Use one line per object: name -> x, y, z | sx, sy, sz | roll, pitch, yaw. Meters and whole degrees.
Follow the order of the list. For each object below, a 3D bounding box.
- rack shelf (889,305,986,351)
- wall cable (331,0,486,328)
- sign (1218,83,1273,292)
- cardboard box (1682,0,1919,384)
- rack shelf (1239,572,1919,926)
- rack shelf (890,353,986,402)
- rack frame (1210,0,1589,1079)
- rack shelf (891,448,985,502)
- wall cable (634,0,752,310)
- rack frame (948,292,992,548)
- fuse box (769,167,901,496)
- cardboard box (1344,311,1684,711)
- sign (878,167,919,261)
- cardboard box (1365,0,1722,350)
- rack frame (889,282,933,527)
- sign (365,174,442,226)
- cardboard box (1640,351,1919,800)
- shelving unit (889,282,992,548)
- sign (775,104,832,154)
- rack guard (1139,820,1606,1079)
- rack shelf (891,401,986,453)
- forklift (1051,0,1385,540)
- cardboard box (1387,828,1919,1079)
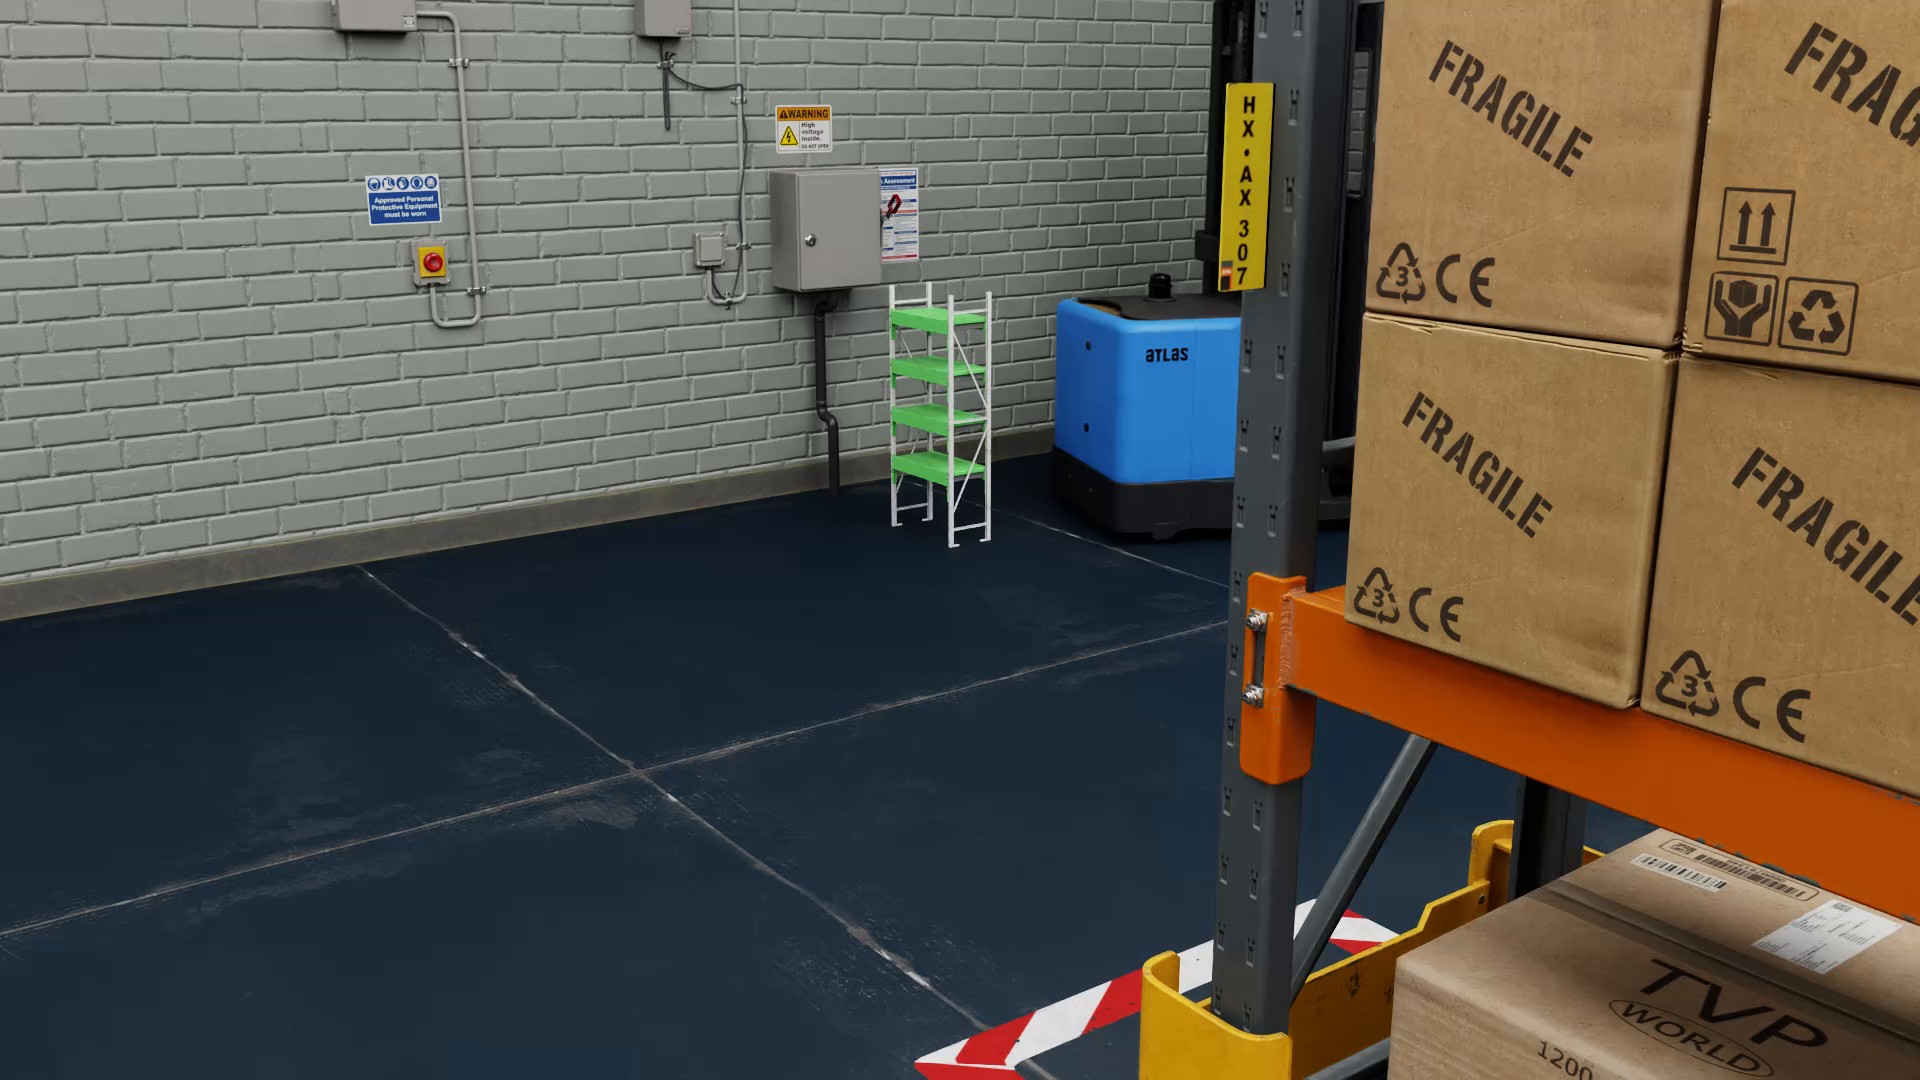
rack shelf -> -0.097, -1.015, 7.937 | 0.258, 0.148, 0.480 | -11, 19, -35
wall cable -> -2.424, -1.900, 7.351 | 0.585, 1.953, 0.123 | -11, 19, -35
sign -> 0.458, -0.565, 2.669 | 0.100, 0.325, 0.005 | -11, 19, -35
cardboard box -> 1.272, -0.469, 2.023 | 0.500, 0.500, 0.500 | -11, 19, -36
rack shelf -> 2.087, 0.580, 1.638 | 1.077, 0.370, 4.000 | -11, 19, -35
rack shelf -> -0.097, -0.784, 8.000 | 0.258, 0.148, 0.480 | -11, 19, -35
rack frame -> 0.911, -0.194, 3.103 | 1.000, 3.000, 0.127 | -11, 19, -35
rack shelf -> -0.097, -0.321, 8.127 | 0.258, 0.148, 0.480 | -11, 19, -35
wall cable -> -1.283, -2.107, 8.169 | 0.588, 1.984, 0.122 | -11, 19, -35
rack frame -> 0.046, -0.562, 7.856 | 0.240, 1.200, 0.015 | -11, 19, -35
fuse box -> -0.639, -1.068, 8.737 | 0.539, 1.711, 0.414 | -11, 19, -35
cardboard box -> 0.961, -0.095, 2.553 | 0.500, 0.500, 0.500 | -11, 19, -35
sign -> -0.361, -1.765, 9.021 | 0.329, 0.494, 0.001 | -11, 19, -35
cardboard box -> 0.963, -0.578, 2.422 | 0.500, 0.500, 0.500 | -11, 19, -36
rack frame -> -0.241, -0.666, 8.237 | 0.240, 1.200, 0.015 | -11, 19, -35
sign -> -2.499, -1.531, 7.474 | 0.327, 0.218, 0.001 | -11, 19, -35
cardboard box -> 1.281, 0.008, 2.174 | 0.500, 0.500, 0.500 | -11, 19, -35
shelving unit -> -0.097, -0.614, 8.047 | 0.258, 1.200, 0.503 | -11, 19, -35
sign -> -0.805, -2.123, 8.588 | 0.339, 0.242, 0.001 | -11, 19, -35
rack guard -> 0.897, 1.006, 3.452 | 1.175, 0.500, 0.348 | -11, 19, -35
rack shelf -> -0.097, -0.552, 8.064 | 0.258, 0.148, 0.480 | -11, 19, -35
forklift -> 2.058, -1.612, 8.412 | 3.031, 2.935, 1.130 | -4, 16, -15
cardboard box -> 1.380, 0.964, 2.928 | 0.875, 0.438, 0.875 | -12, 19, -36
